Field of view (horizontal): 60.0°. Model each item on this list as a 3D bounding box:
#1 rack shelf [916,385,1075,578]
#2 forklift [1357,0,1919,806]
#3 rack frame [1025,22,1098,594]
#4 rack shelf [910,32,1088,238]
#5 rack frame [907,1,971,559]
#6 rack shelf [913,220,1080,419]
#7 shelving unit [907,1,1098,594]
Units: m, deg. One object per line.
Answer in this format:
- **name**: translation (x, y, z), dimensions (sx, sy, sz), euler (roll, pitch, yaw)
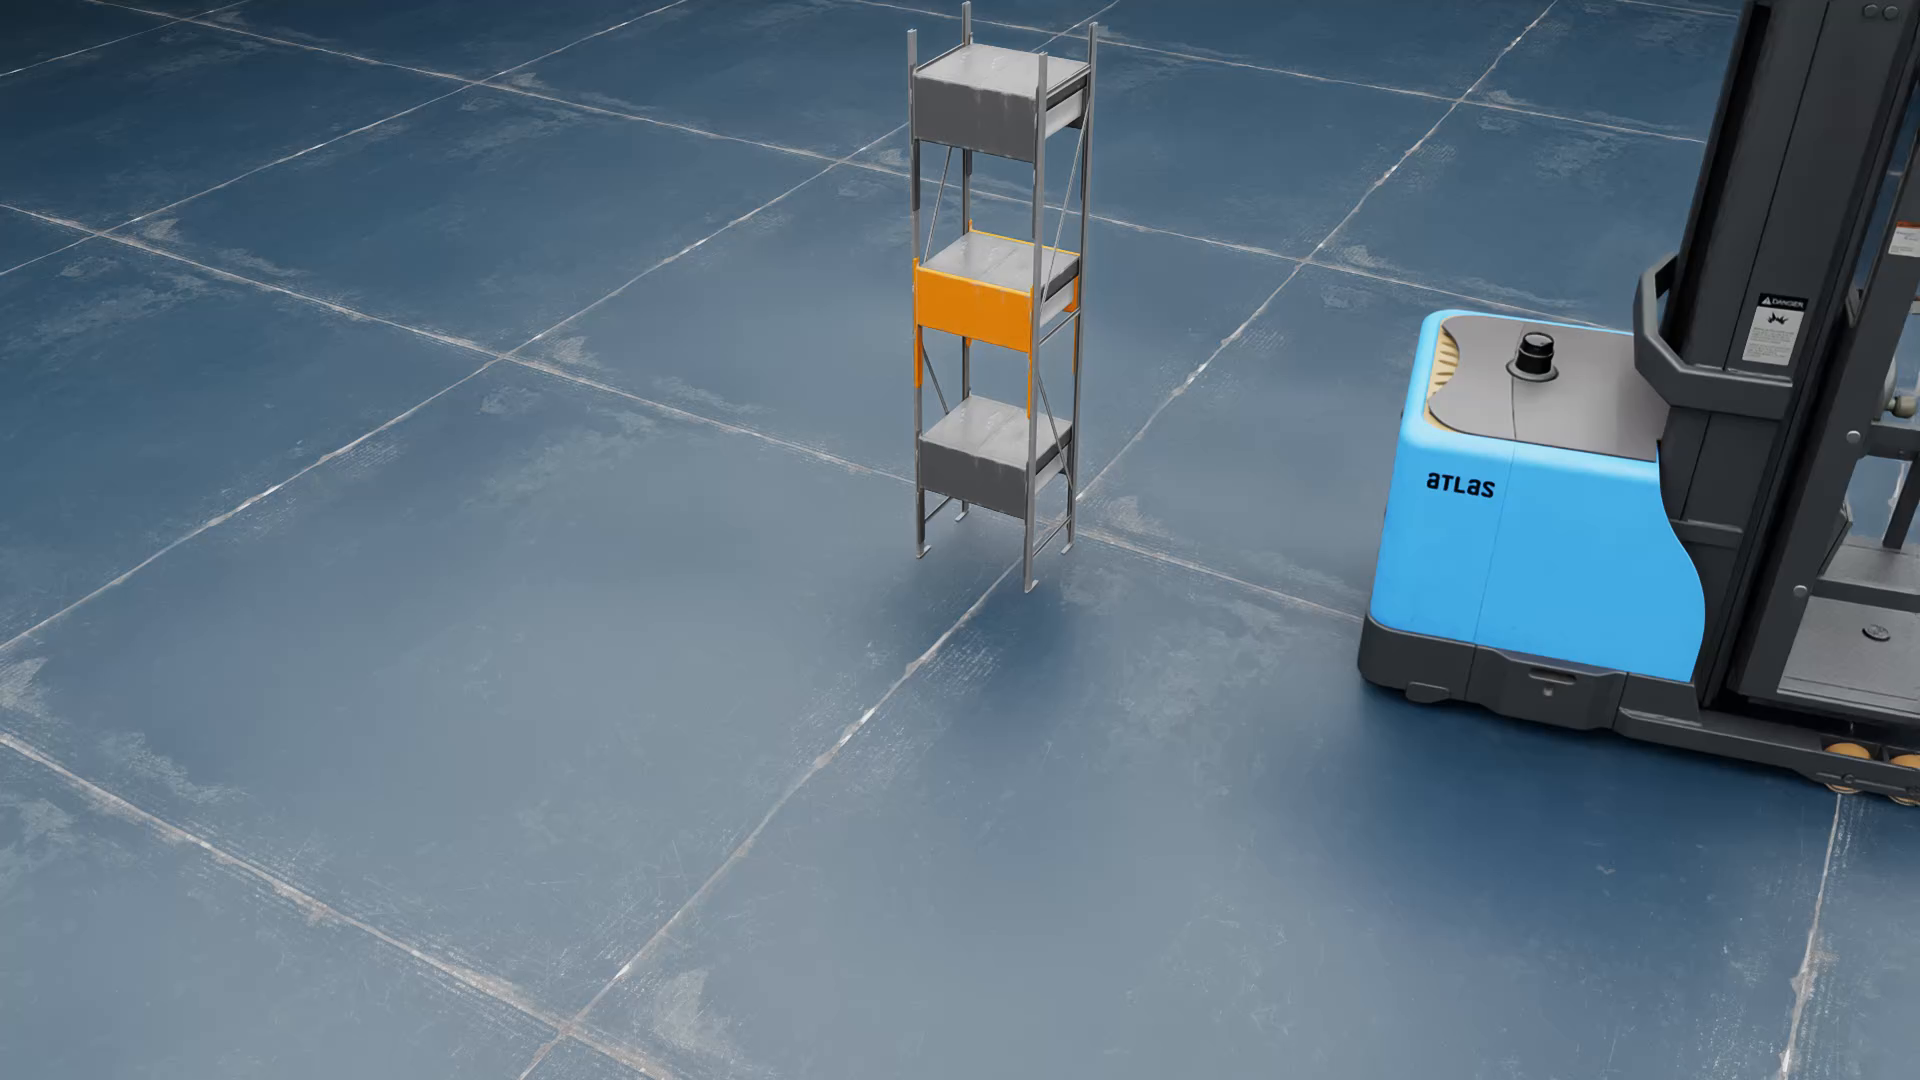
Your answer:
- **rack shelf**: translation (0.144, -0.234, 6.495), dimensions (0.480, 0.518, 0.431), euler (18, 37, 24)
- **forklift**: translation (2.994, -0.682, 5.129), dimensions (3.031, 2.935, 1.130), euler (10, 35, 15)
- **rack frame**: translation (0.356, -0.761, 5.999), dimensions (0.015, 2.100, 0.400), euler (18, 37, 24)
- **rack shelf**: translation (0.144, -1.400, 5.719), dimensions (0.480, 0.518, 0.431), euler (18, 37, 24)
- **rack frame**: translation (-0.068, -0.896, 6.200), dimensions (0.015, 2.100, 0.400), euler (18, 37, 24)
- **rack shelf**: translation (0.144, -0.817, 6.107), dimensions (0.480, 0.518, 0.431), euler (18, 37, 24)
- **shelving unit**: translation (0.144, -0.828, 6.100), dimensions (0.503, 2.100, 0.431), euler (18, 37, 24)
